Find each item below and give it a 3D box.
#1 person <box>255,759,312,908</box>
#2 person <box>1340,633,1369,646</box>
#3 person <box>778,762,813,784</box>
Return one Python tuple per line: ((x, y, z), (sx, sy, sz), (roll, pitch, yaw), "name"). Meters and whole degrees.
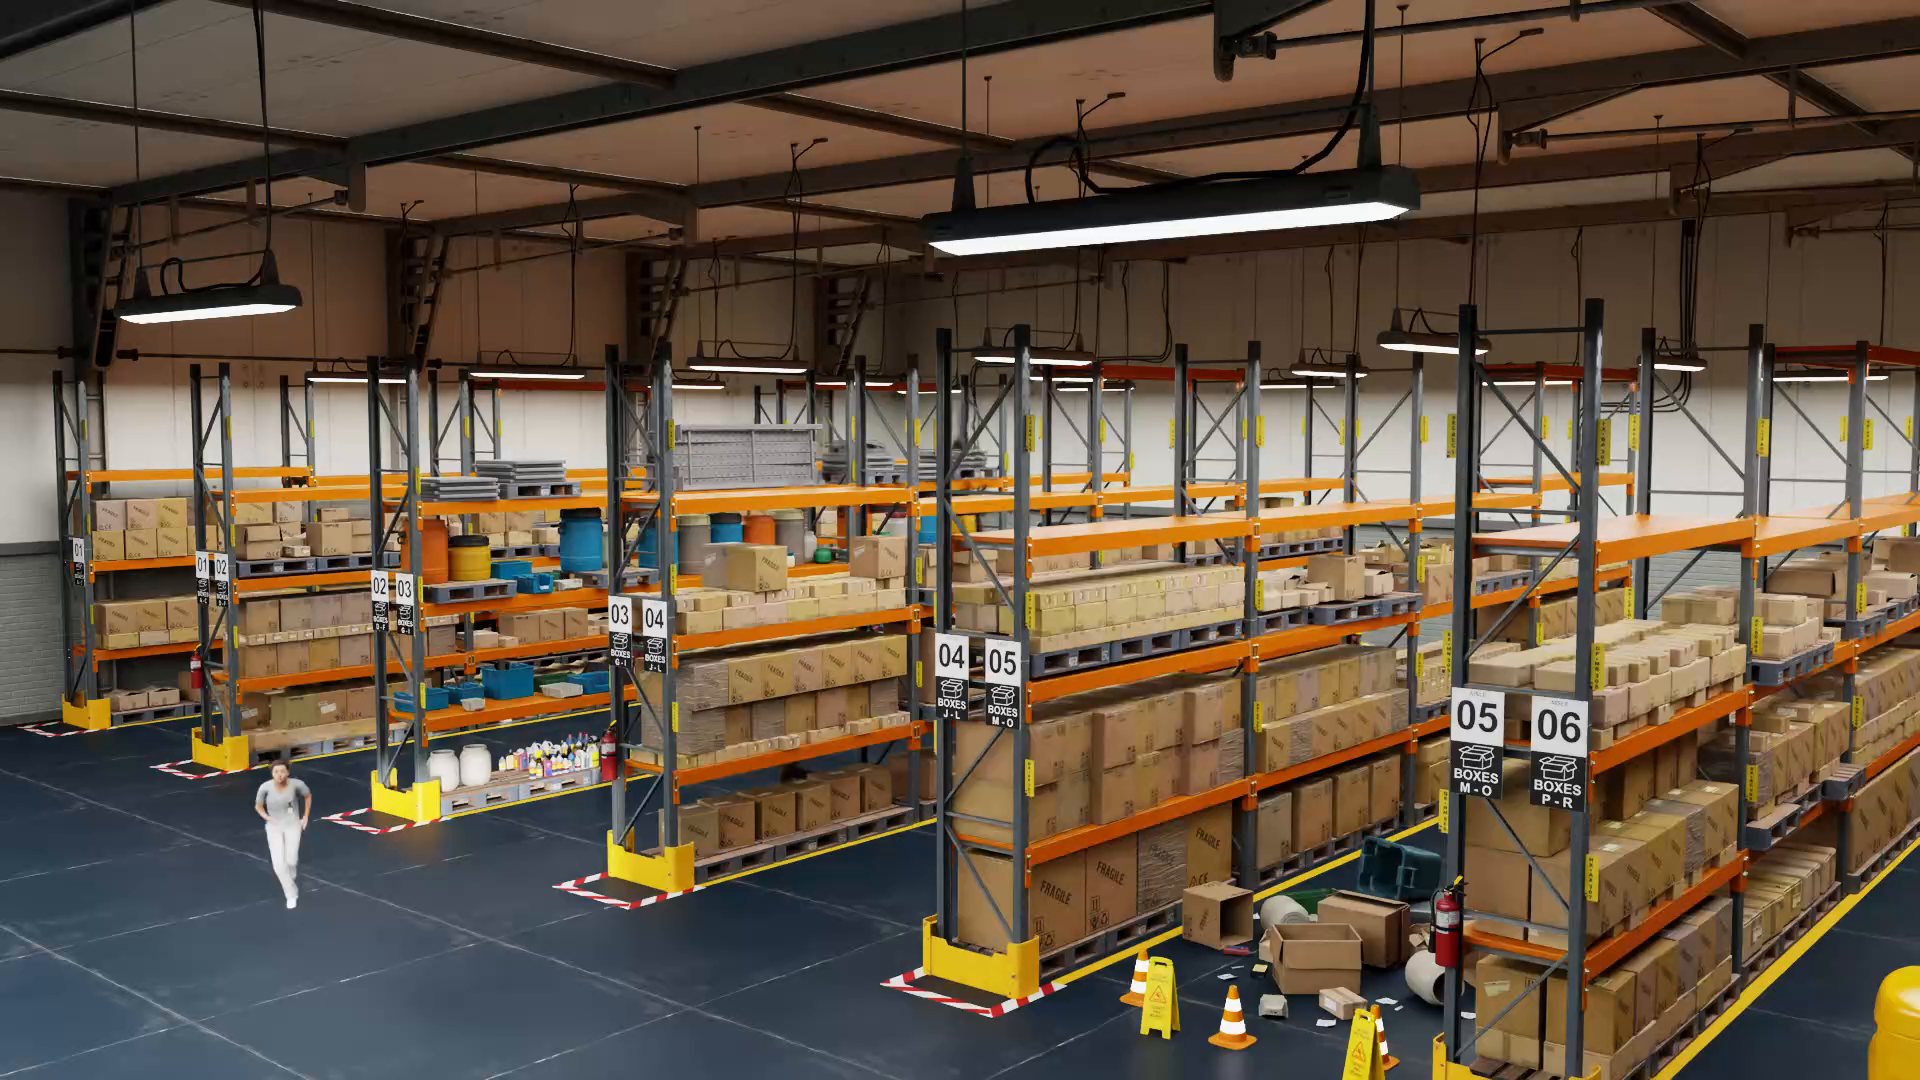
((-7.208, 3.105, 17.752), (0.552, 1.622, 0.697), (-1, 4, -15), "person")
((6.504, 2.302, 27.564), (0.670, 1.765, 0.789), (2, 5, 26), "person")
((-2.269, 2.666, 22.288), (0.716, 1.755, 1.011), (3, 5, 36), "person")
